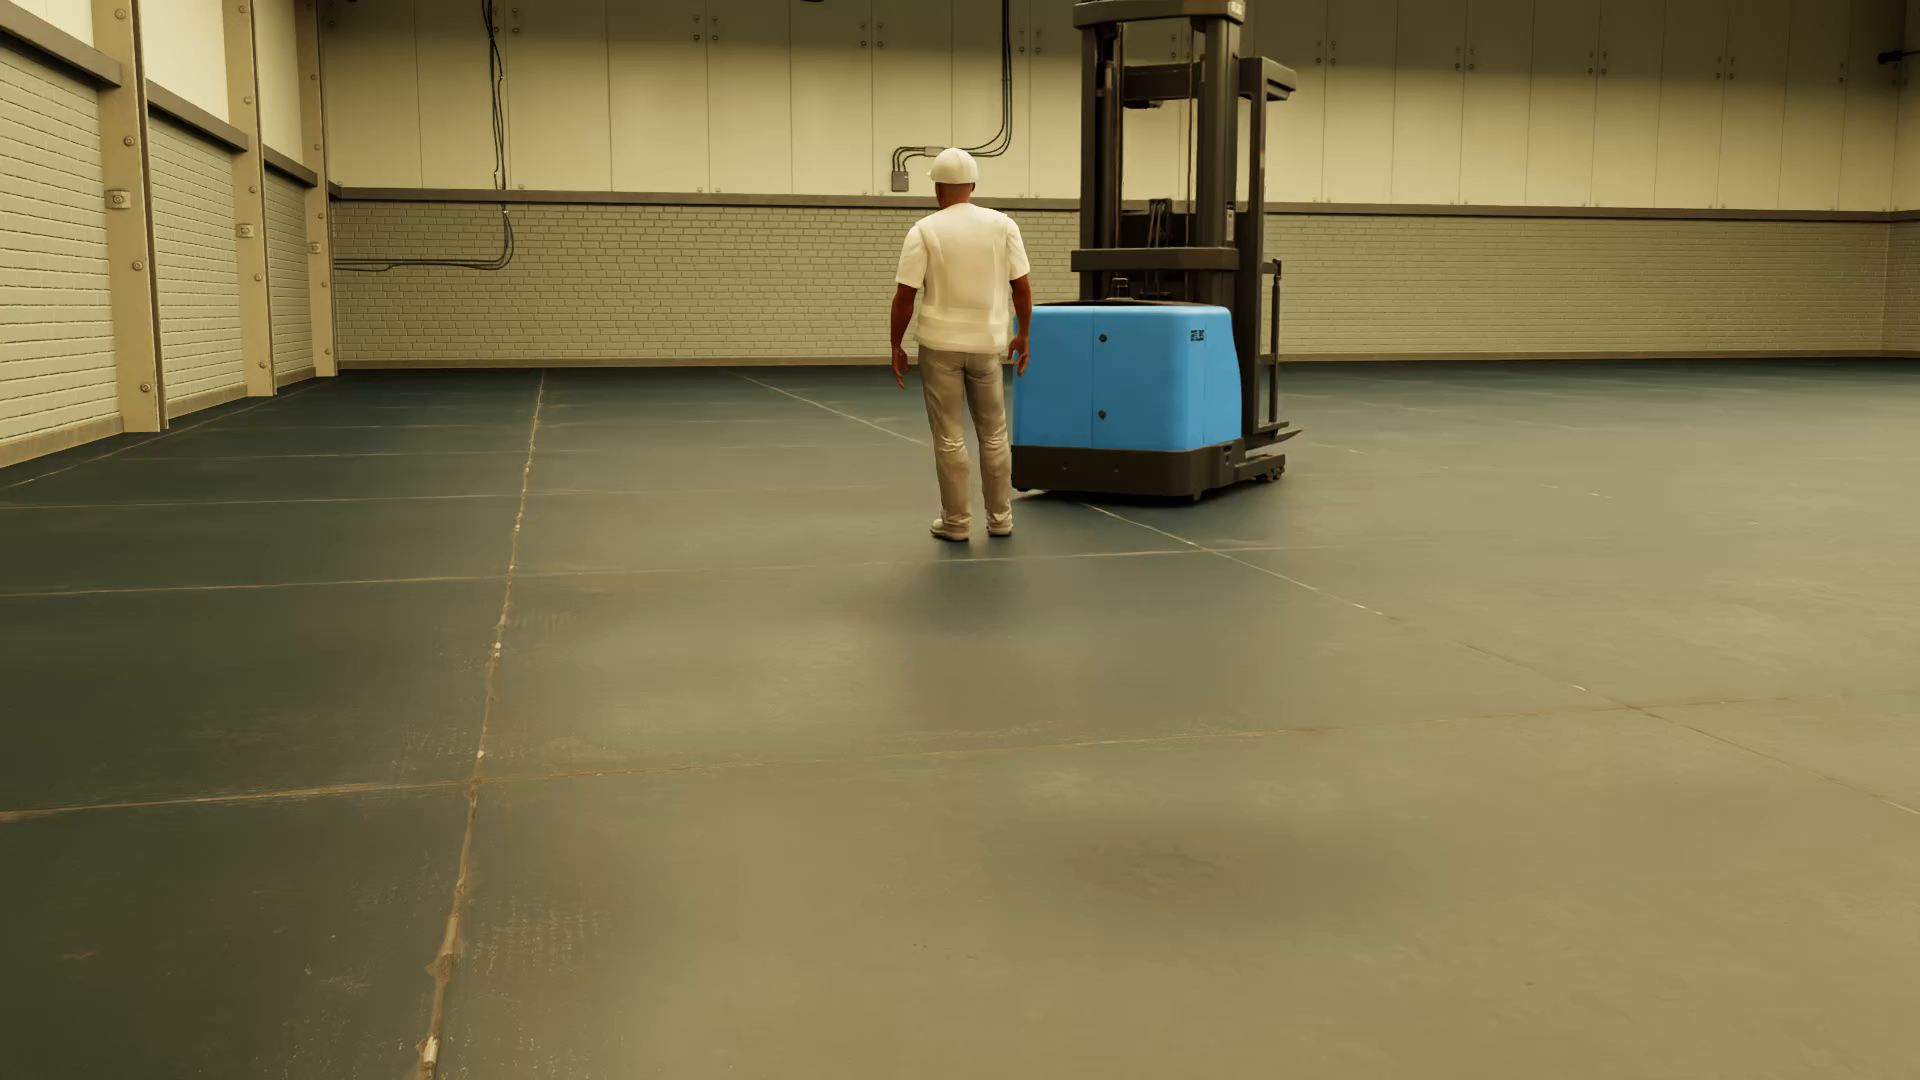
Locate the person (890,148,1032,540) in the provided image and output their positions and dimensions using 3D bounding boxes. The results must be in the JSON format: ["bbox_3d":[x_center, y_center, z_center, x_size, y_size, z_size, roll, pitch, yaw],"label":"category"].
[{"bbox_3d":[-0.011,-0.891,7.652,0.666,1.765,0.577,-2,8,-13],"label":"person"}]

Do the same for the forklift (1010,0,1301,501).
[{"bbox_3d":[1.388,-1.828,10.188,1.130,2.935,3.031,4,9,26],"label":"forklift"}]
